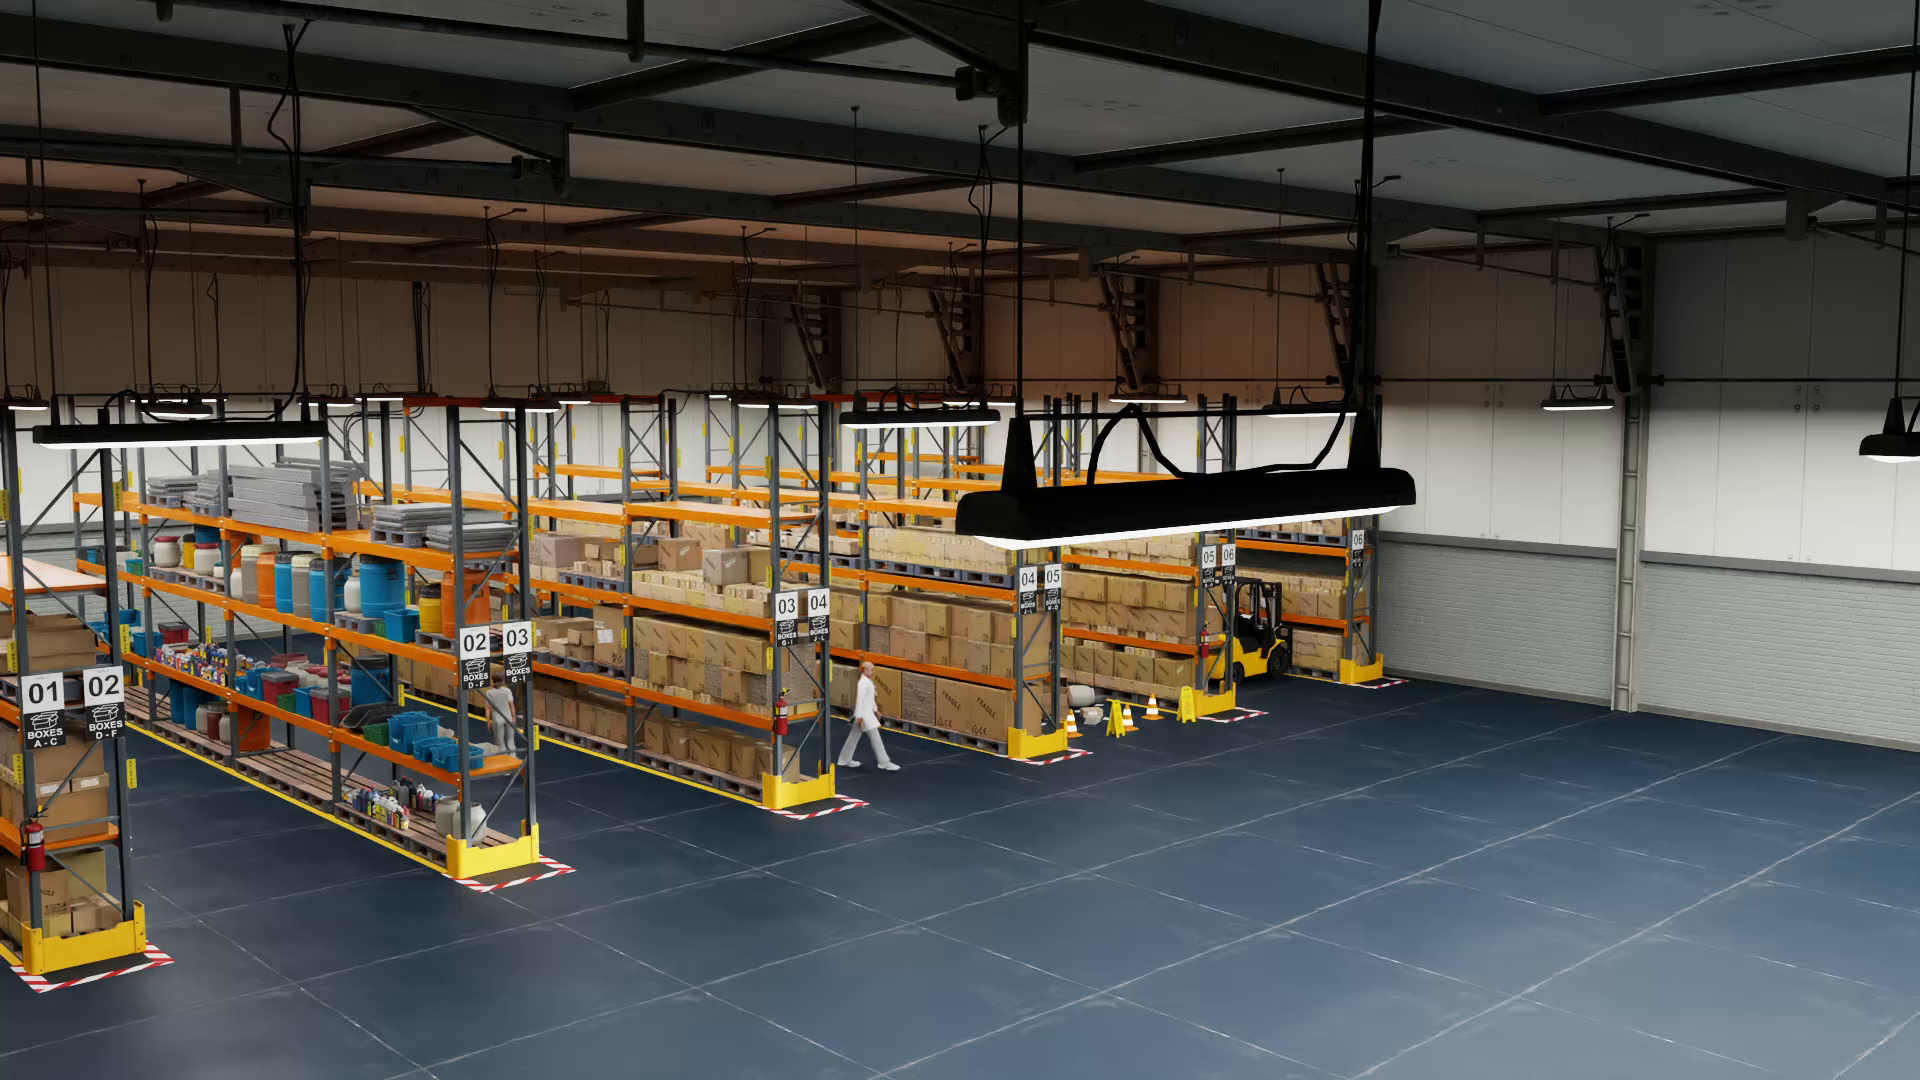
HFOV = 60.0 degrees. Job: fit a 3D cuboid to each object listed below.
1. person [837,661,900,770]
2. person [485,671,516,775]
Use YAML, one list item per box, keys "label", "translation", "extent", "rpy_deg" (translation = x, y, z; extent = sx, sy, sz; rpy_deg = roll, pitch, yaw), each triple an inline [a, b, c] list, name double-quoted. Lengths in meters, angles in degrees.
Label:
- label: "person"
  translation: [-1.494, 2.834, 26.977]
  extent: [1.003, 1.737, 0.601]
  rpy_deg: [-1, 6, -6]
- label: "person"
  translation: [-7.311, 2.953, 26.597]
  extent: [0.505, 1.609, 0.474]
  rpy_deg: [-3, 7, -32]
